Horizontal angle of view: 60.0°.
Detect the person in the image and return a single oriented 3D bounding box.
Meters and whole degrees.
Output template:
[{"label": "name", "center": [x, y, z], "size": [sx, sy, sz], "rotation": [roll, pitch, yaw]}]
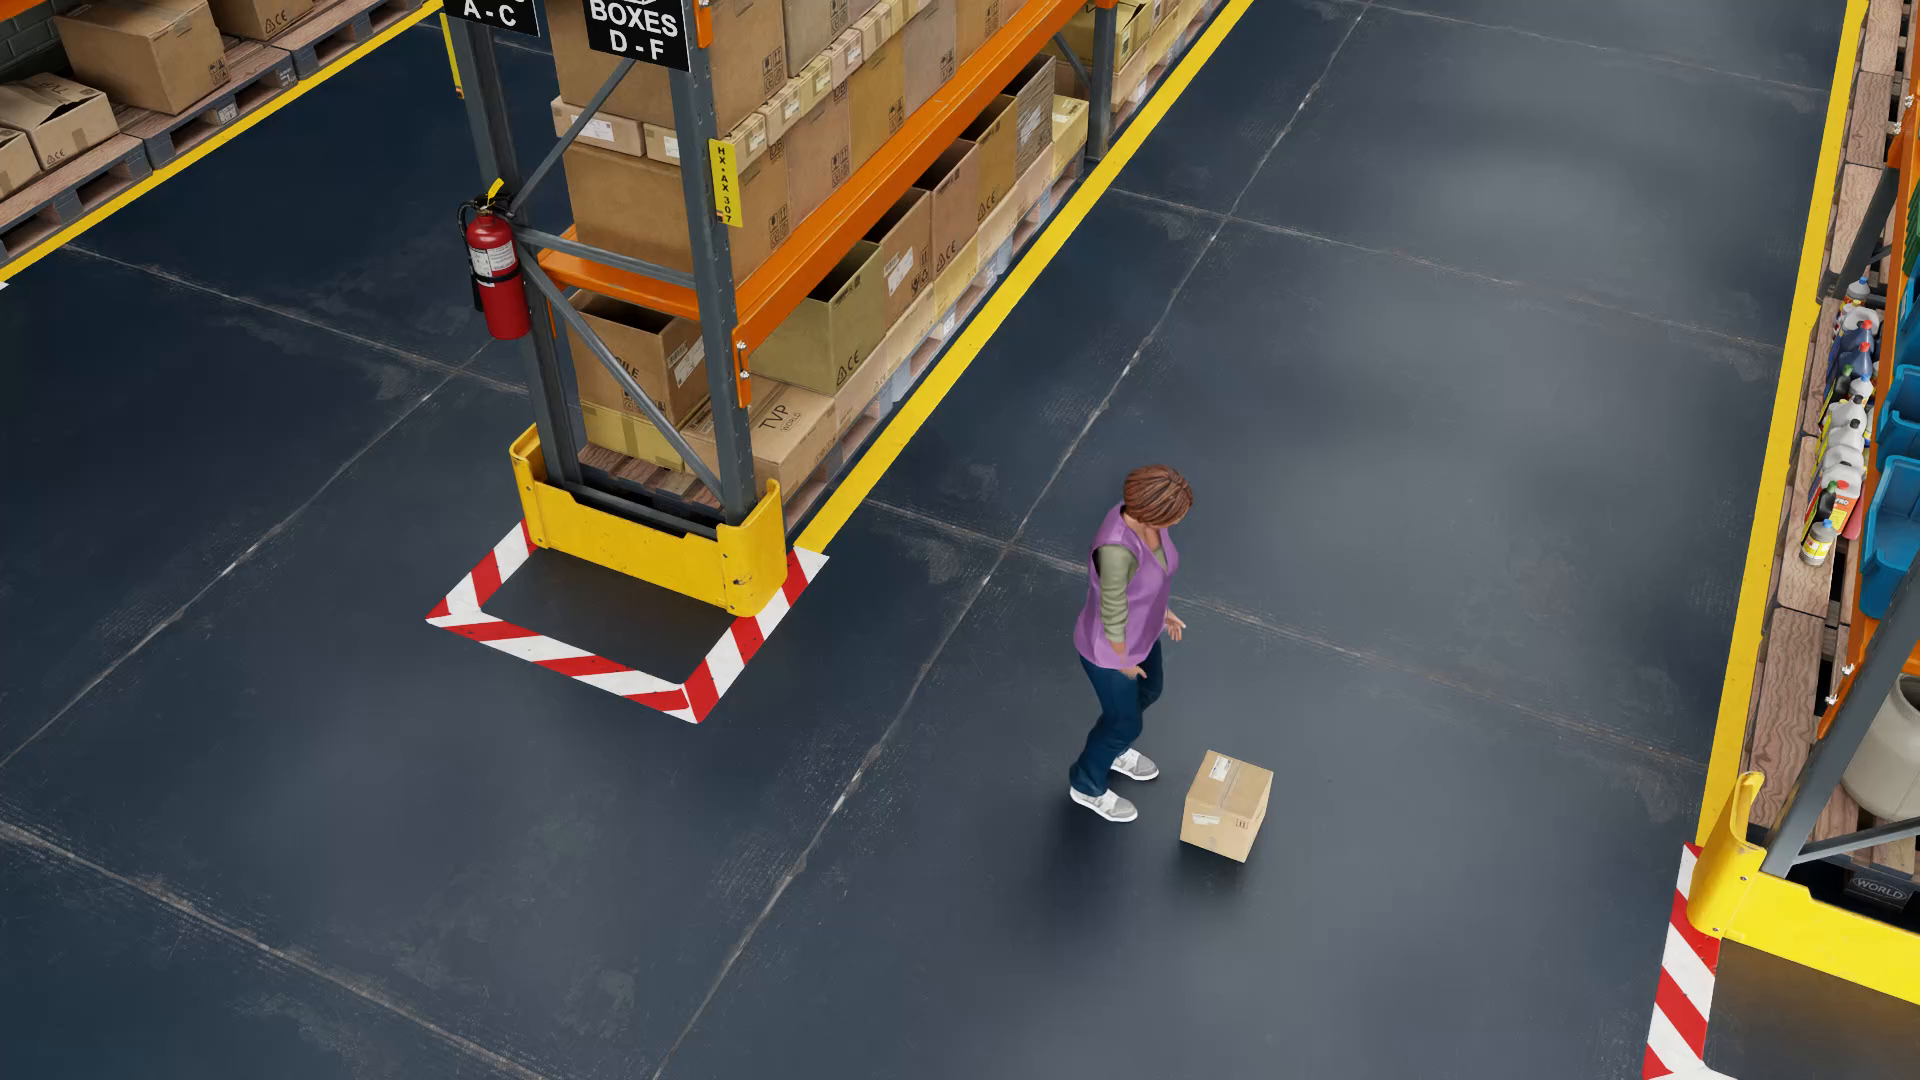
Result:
[{"label": "person", "center": [0.586, 0.344, 5.829], "size": [0.341, 1.562, 0.417], "rotation": [19, 46, 19]}]
